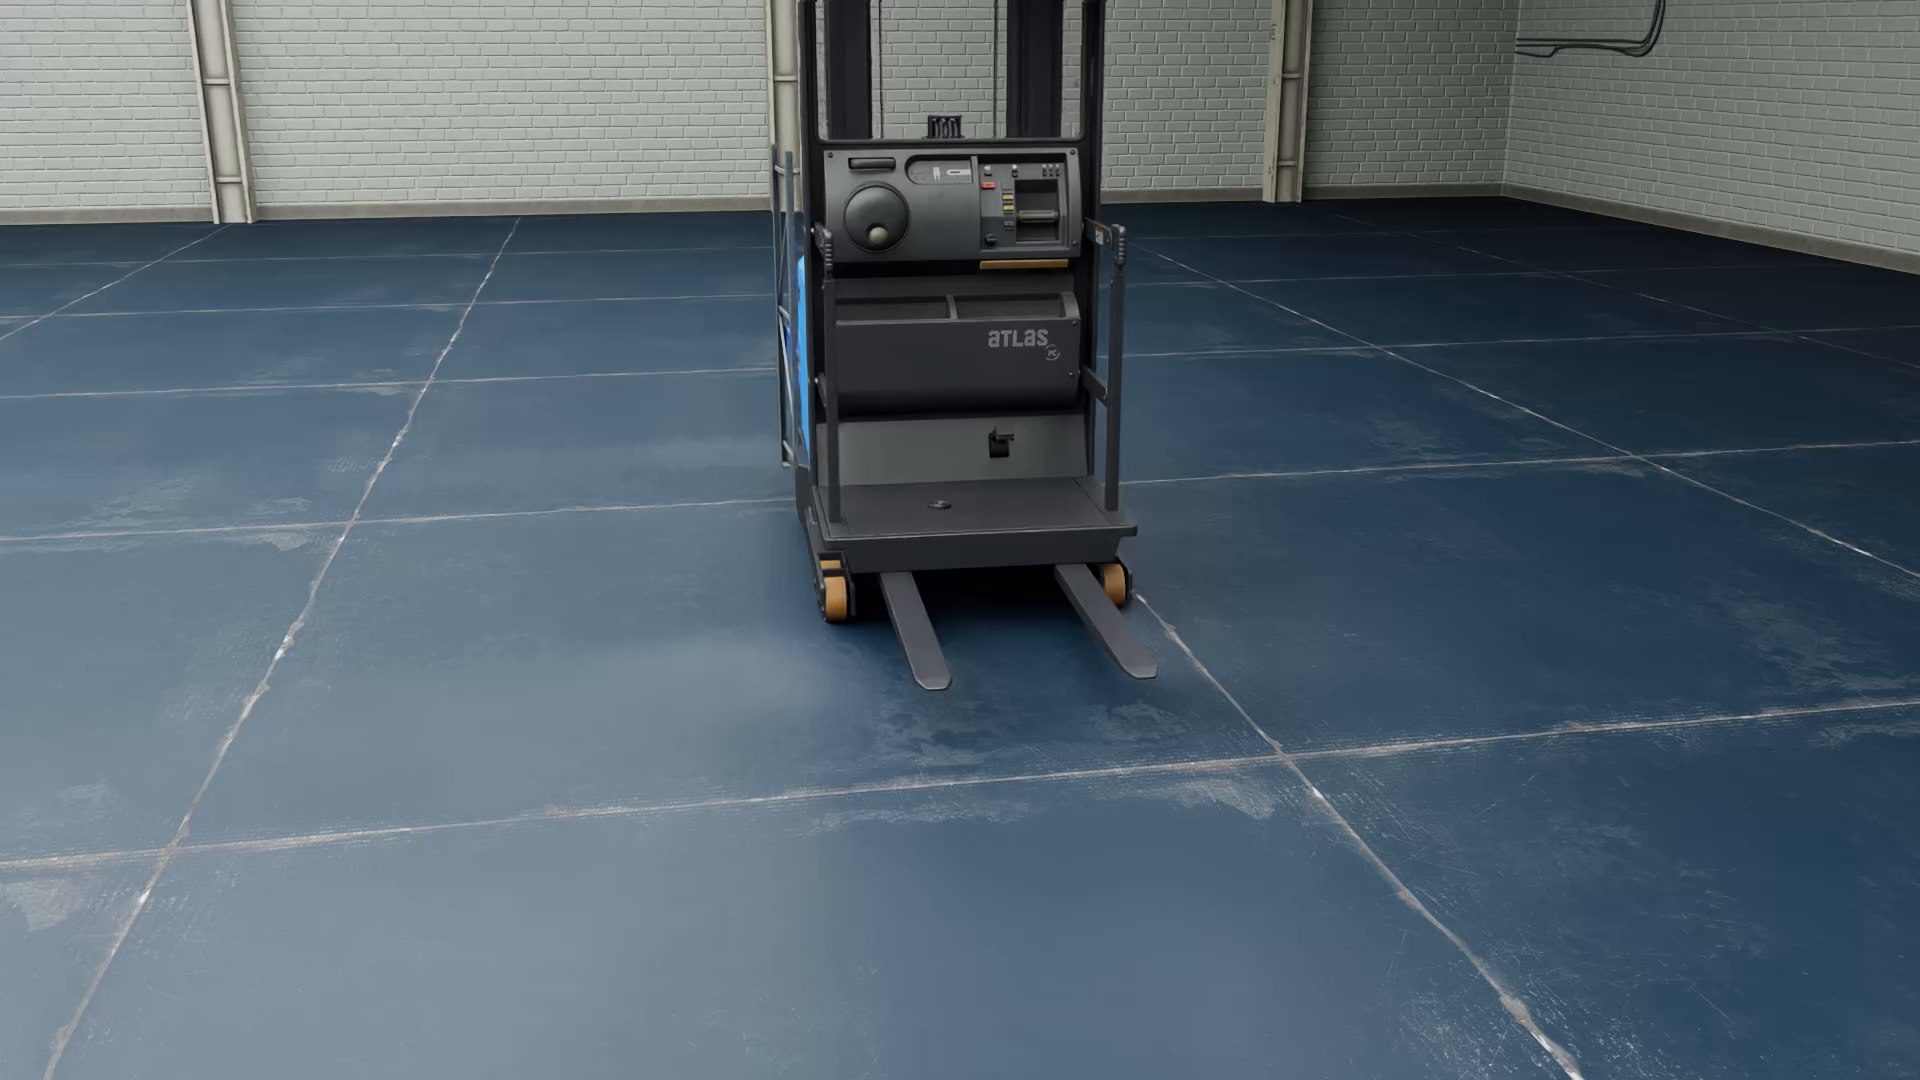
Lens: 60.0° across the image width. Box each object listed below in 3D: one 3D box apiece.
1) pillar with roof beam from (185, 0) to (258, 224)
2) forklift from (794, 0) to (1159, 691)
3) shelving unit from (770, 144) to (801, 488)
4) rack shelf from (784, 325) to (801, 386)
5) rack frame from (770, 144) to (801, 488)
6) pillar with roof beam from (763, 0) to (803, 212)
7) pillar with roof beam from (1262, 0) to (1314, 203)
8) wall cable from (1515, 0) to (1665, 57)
[{"bbox_3d":[-7.049,-6.520,12.713,0.400,9.000,9.100,-3,17,-10],"label":"pillar with roof beam"},{"bbox_3d":[0.011,-1.221,5.795,1.130,2.935,3.031,-3,17,-8],"label":"forklift"},{"bbox_3d":[-0.298,-1.059,7.704,1.048,1.500,0.538,-4,18,-13],"label":"shelving unit"},{"bbox_3d":[-0.298,-0.887,7.757,1.000,0.185,0.538,-4,18,-13],"label":"rack shelf"},{"bbox_3d":[-0.792,-1.023,7.589,0.032,1.500,0.500,-4,18,-13],"label":"rack frame"},{"bbox_3d":[-1.158,-6.854,13.801,0.400,9.000,9.100,-3,17,-10],"label":"pillar with roof beam"},{"bbox_3d":[4.733,-7.188,14.889,0.400,9.000,9.100,-3,17,-10],"label":"pillar with roof beam"},{"bbox_3d":[7.059,-6.728,18.679,0.112,2.526,3.097,-3,17,-10],"label":"wall cable"}]
